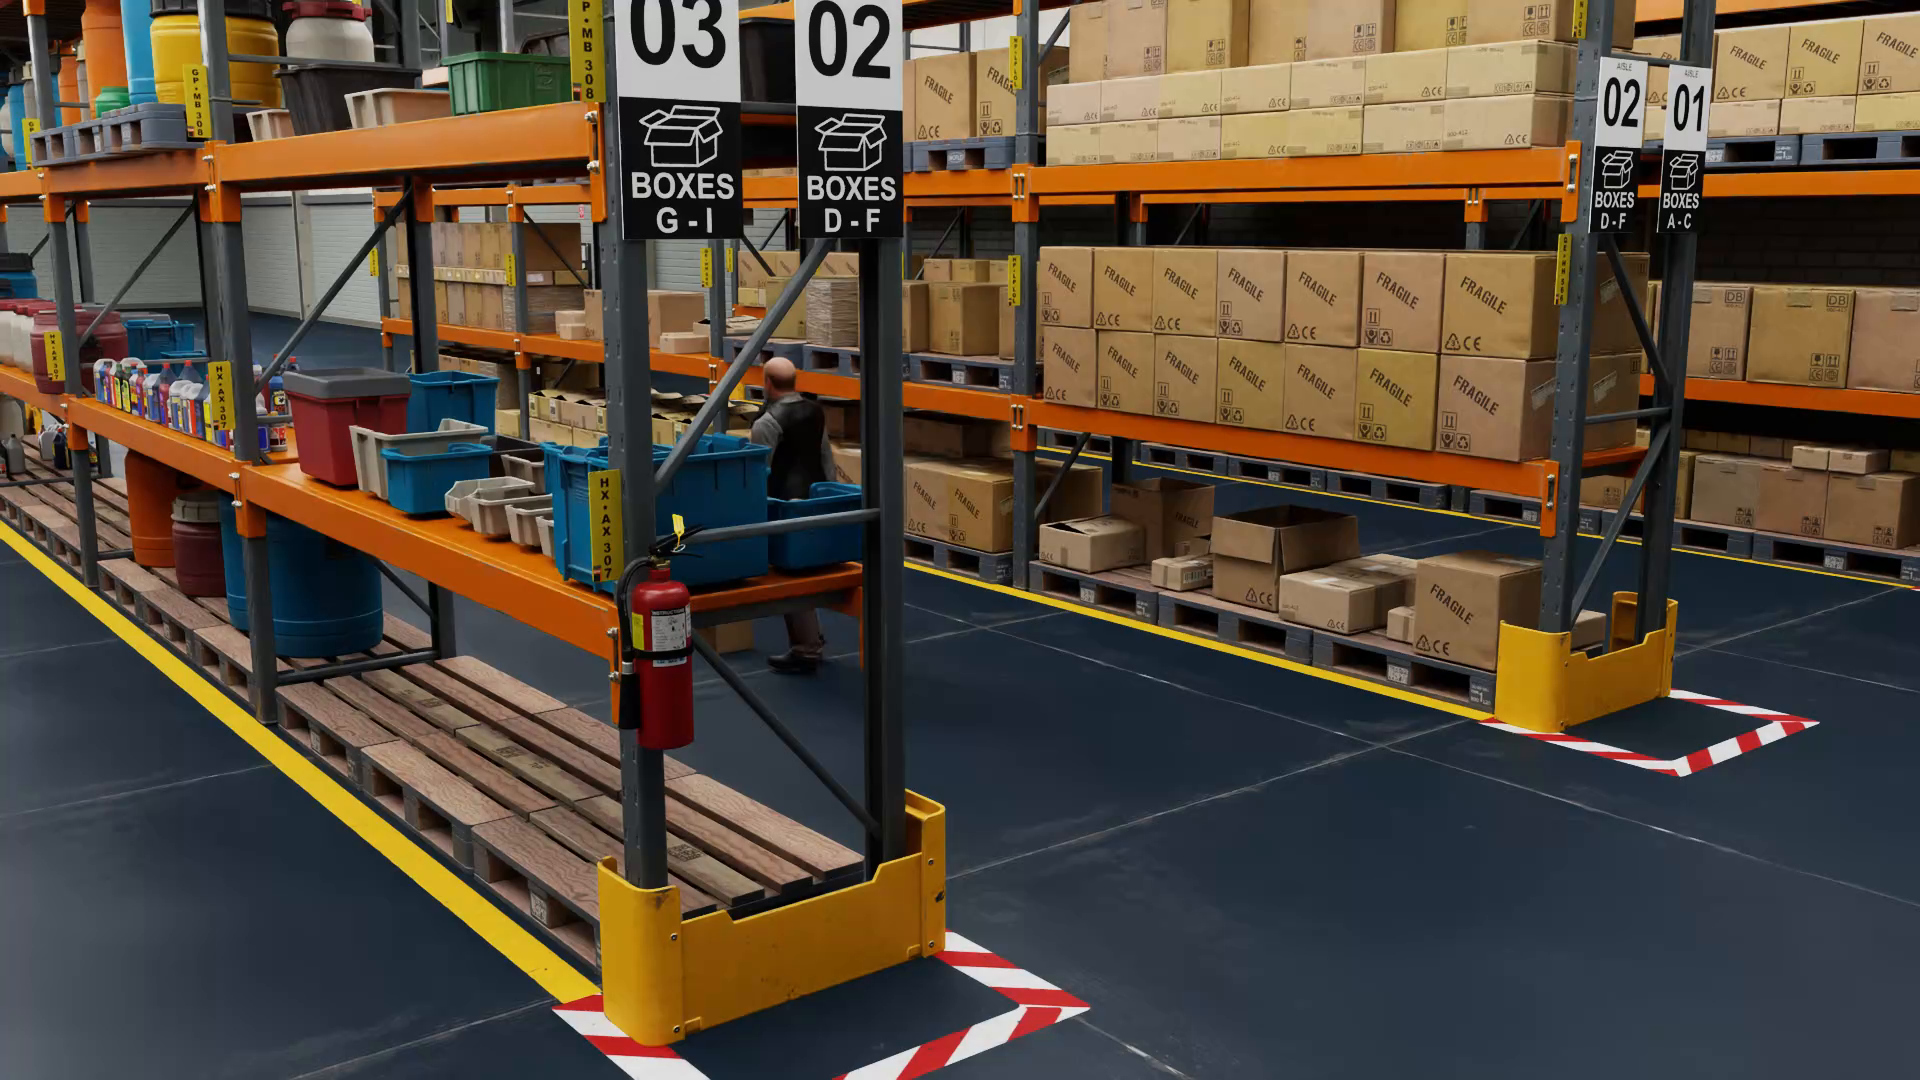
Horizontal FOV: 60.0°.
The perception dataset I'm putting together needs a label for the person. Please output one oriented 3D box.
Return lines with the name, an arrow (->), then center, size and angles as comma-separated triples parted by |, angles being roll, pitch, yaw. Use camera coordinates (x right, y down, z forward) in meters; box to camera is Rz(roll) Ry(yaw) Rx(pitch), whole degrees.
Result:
person -> -0.939, -0.135, 9.165 | 0.442, 1.743, 0.550 | 6, 12, 27
